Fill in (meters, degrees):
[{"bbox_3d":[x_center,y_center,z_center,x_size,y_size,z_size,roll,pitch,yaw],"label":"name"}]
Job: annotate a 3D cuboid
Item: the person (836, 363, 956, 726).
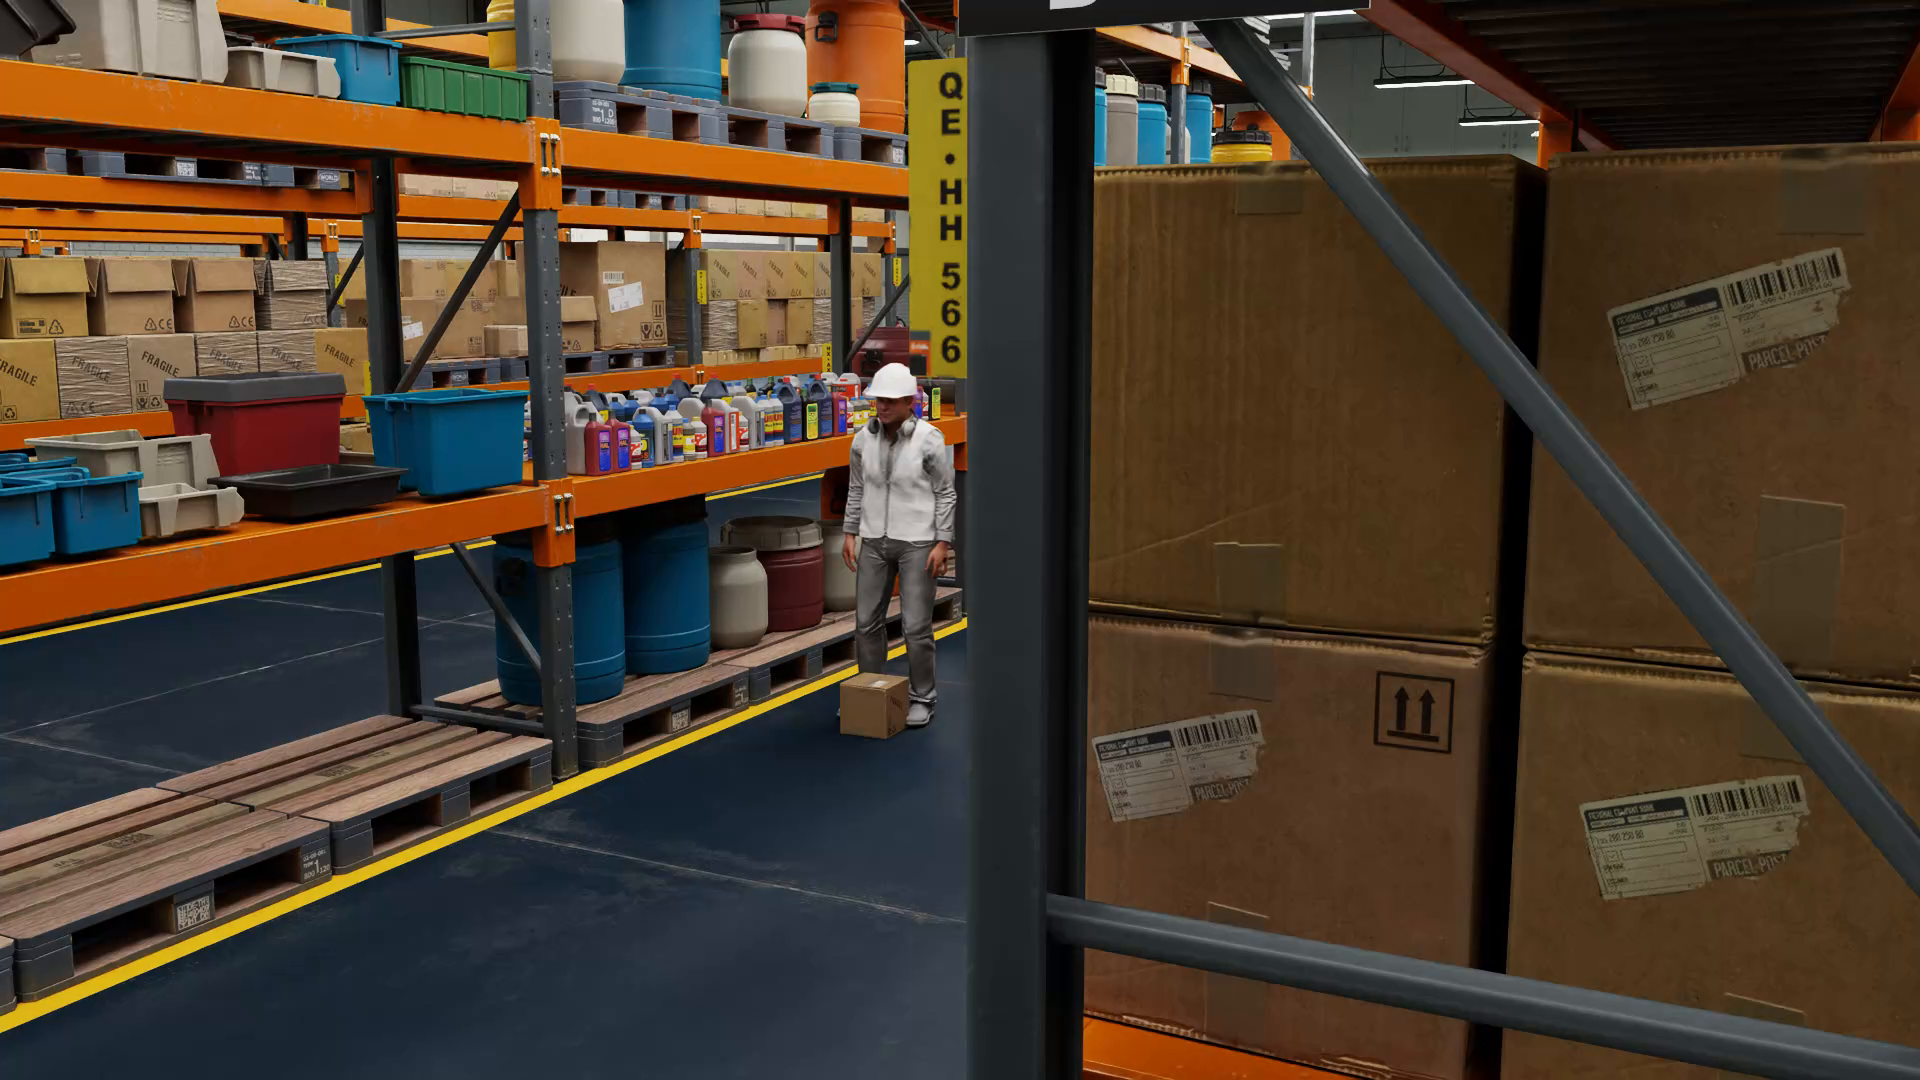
[{"bbox_3d":[-0.308,0.016,8.179,0.585,1.771,0.466,4,10,25],"label":"person"}]
